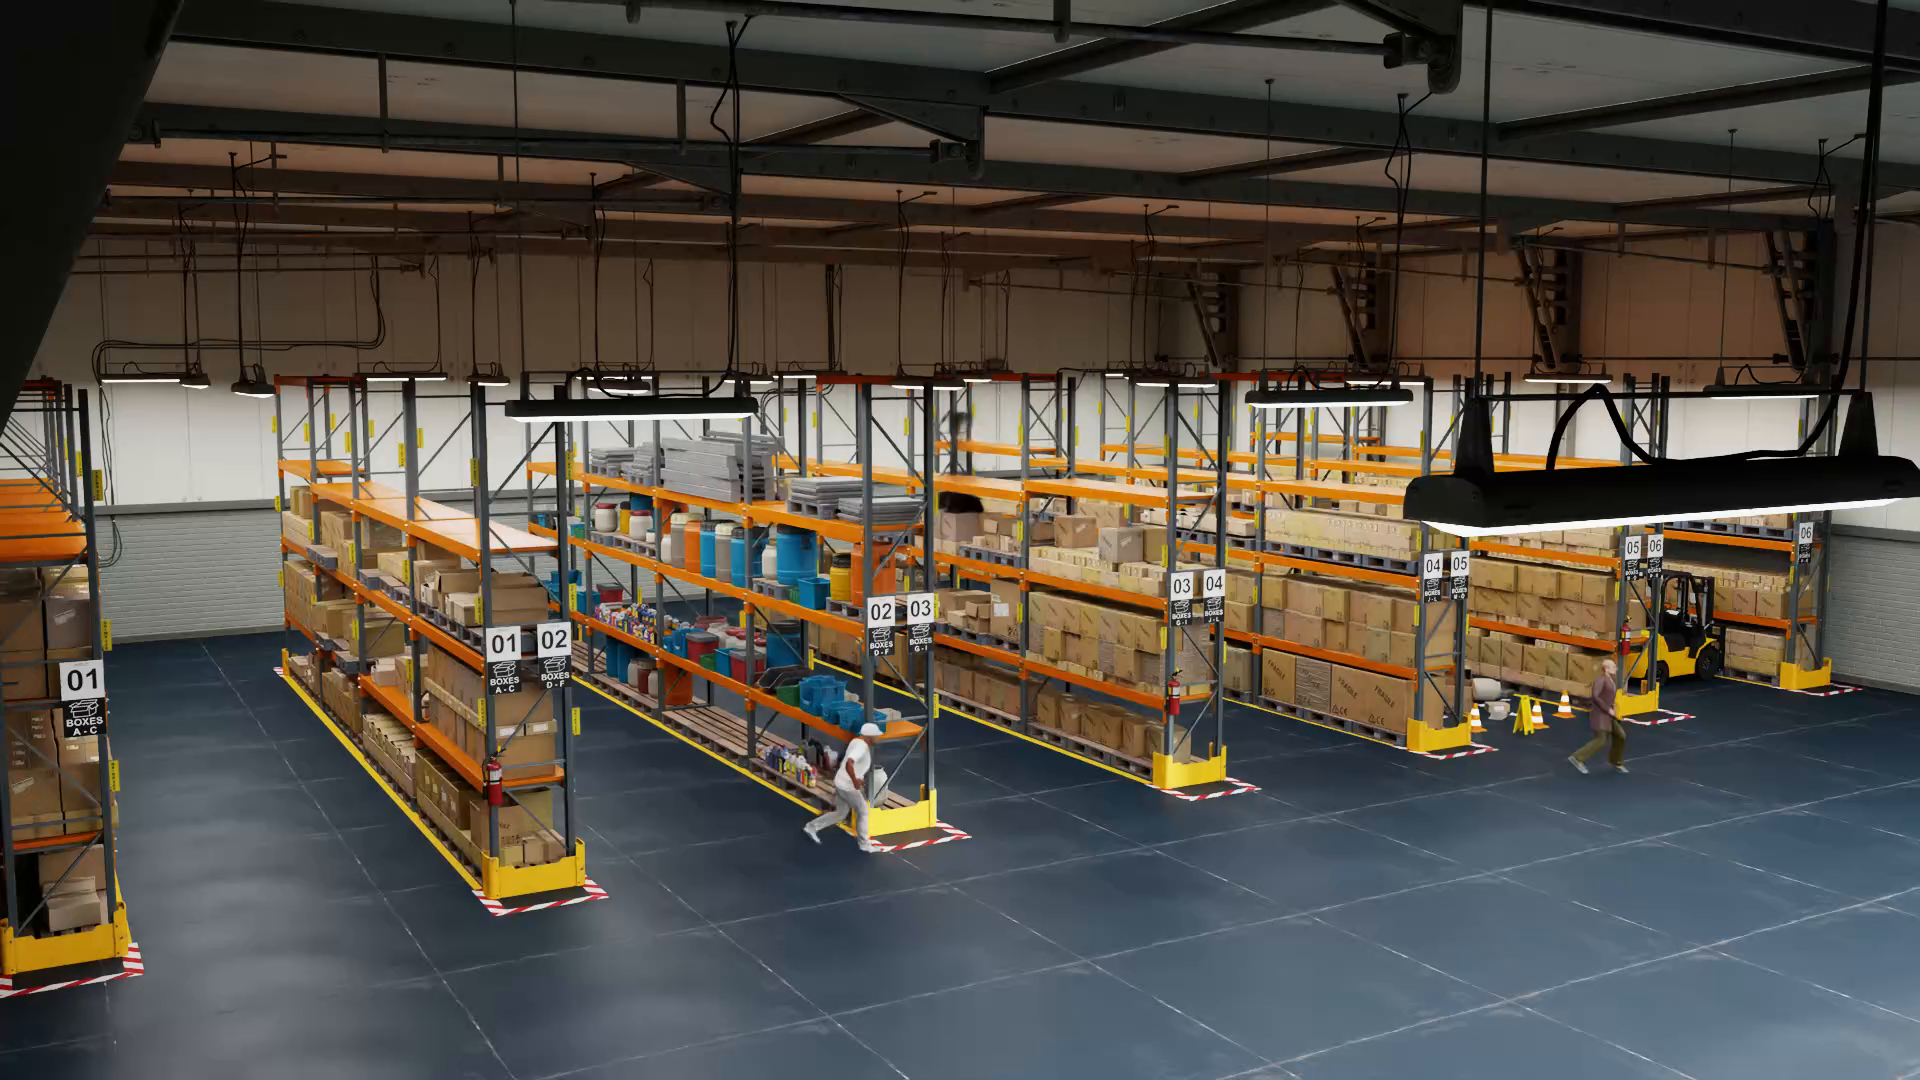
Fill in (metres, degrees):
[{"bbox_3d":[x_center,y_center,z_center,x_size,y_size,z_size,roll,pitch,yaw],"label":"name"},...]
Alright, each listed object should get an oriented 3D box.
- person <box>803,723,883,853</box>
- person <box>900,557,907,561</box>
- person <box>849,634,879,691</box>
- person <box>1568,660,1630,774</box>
[{"bbox_3d":[-1.493,3.194,21.224,1.038,1.711,0.726,-1,6,-6],"label":"person"},{"bbox_3d":[-1.349,1.194,39.621,0.595,1.622,0.561,-3,7,-23],"label":"person"},{"bbox_3d":[-1.723,1.875,30.304,0.702,1.736,0.598,-4,7,-29],"label":"person"},{"bbox_3d":[9.790,2.710,25.375,0.822,1.781,0.933,4,7,30],"label":"person"}]
